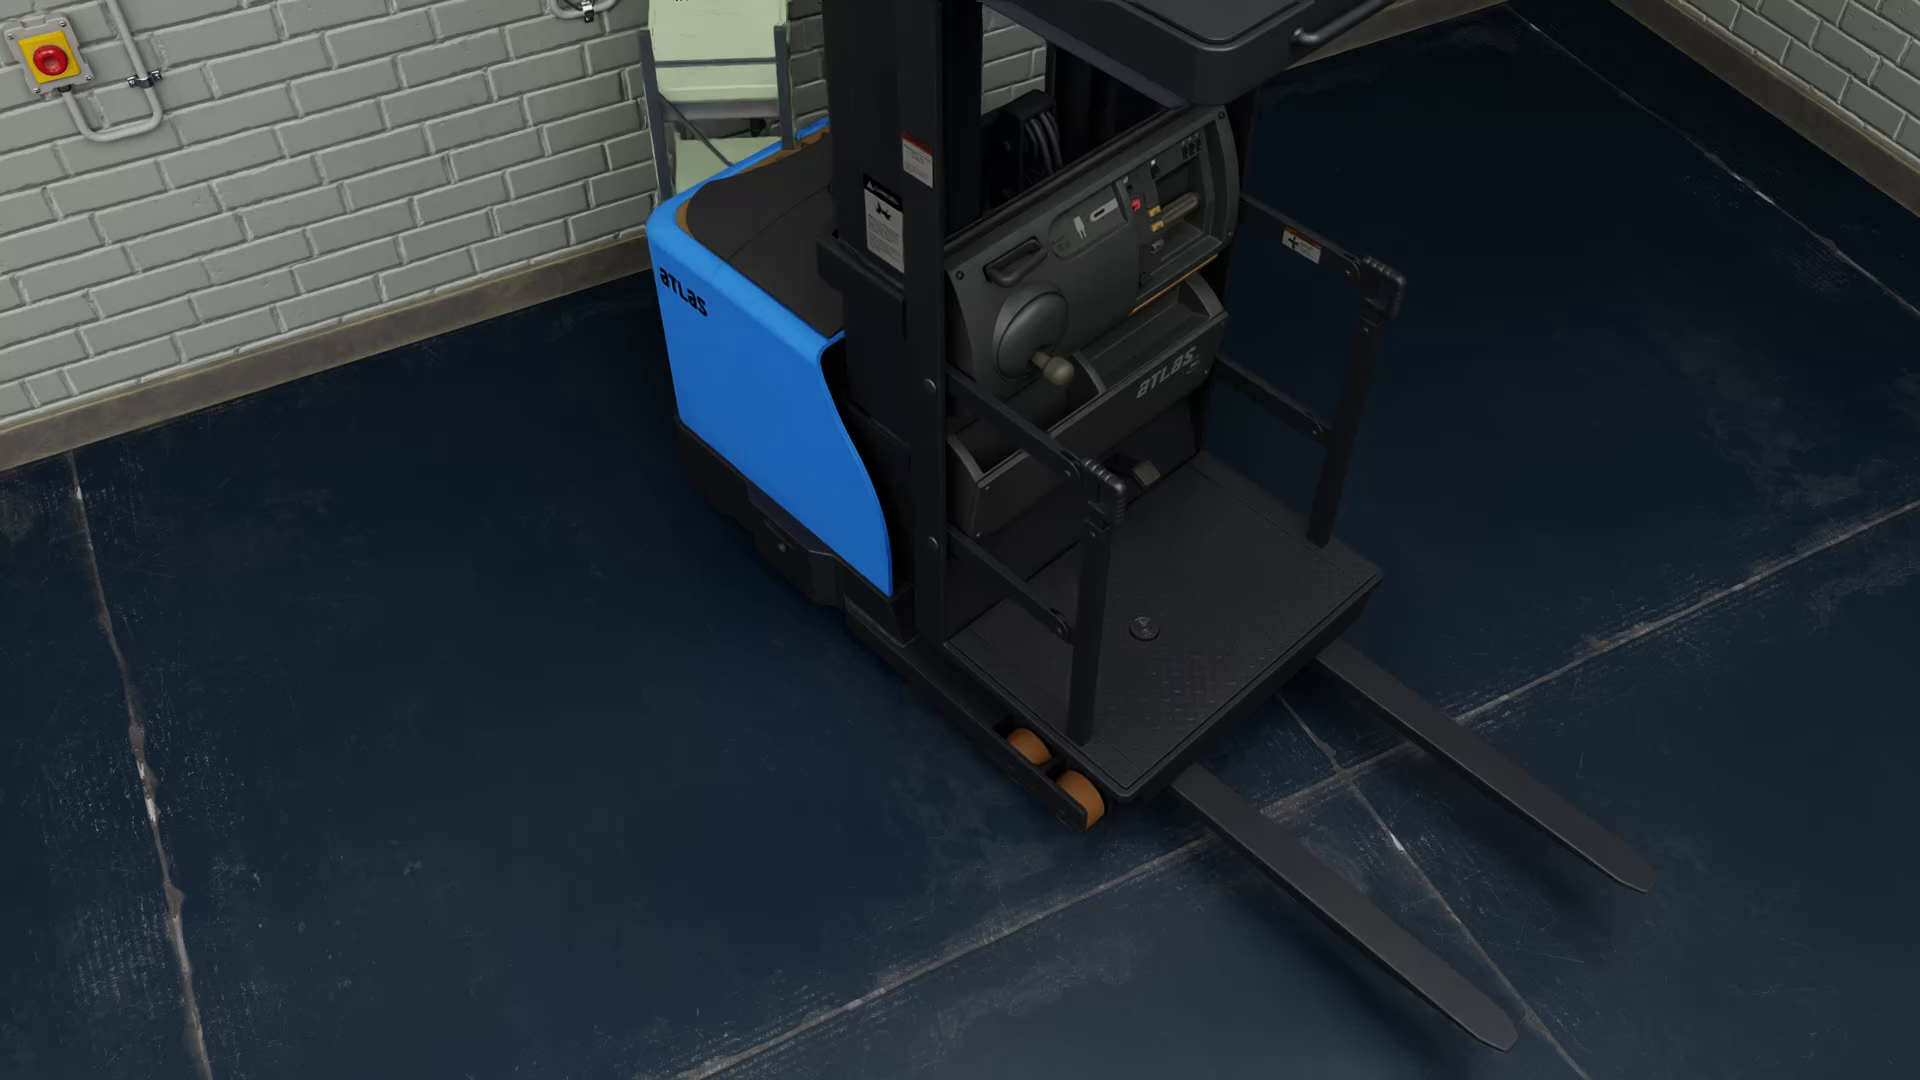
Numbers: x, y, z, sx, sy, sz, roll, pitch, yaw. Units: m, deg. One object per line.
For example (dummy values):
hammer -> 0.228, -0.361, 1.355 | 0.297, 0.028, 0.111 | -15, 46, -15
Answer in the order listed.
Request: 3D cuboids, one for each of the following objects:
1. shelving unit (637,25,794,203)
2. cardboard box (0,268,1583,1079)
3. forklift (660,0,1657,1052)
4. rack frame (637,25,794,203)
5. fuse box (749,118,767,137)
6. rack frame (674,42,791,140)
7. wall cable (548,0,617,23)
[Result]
shelving unit -> -0.726, -1.201, 5.309 | 0.400, 1.500, 0.755 | -3, 52, -5
cardboard box -> 0.162, 3.641, 1.036 | 6.103, 1.550, 13.522 | -22, 52, -18
forklift -> 0.510, -0.556, 3.848 | 1.107, 2.843, 2.937 | -36, 58, -27
rack frame -> -0.691, -0.914, 5.084 | 0.400, 1.500, 0.023 | -3, 52, -5
fuse box -> -0.623, -1.612, 5.523 | 0.539, 1.711, 0.414 | -21, 52, -18
rack frame -> -0.760, -1.487, 5.535 | 0.400, 1.500, 0.023 | -3, 52, -5
wall cable -> -1.302, -2.241, 4.542 | 0.588, 1.984, 0.122 | -21, 52, -18
